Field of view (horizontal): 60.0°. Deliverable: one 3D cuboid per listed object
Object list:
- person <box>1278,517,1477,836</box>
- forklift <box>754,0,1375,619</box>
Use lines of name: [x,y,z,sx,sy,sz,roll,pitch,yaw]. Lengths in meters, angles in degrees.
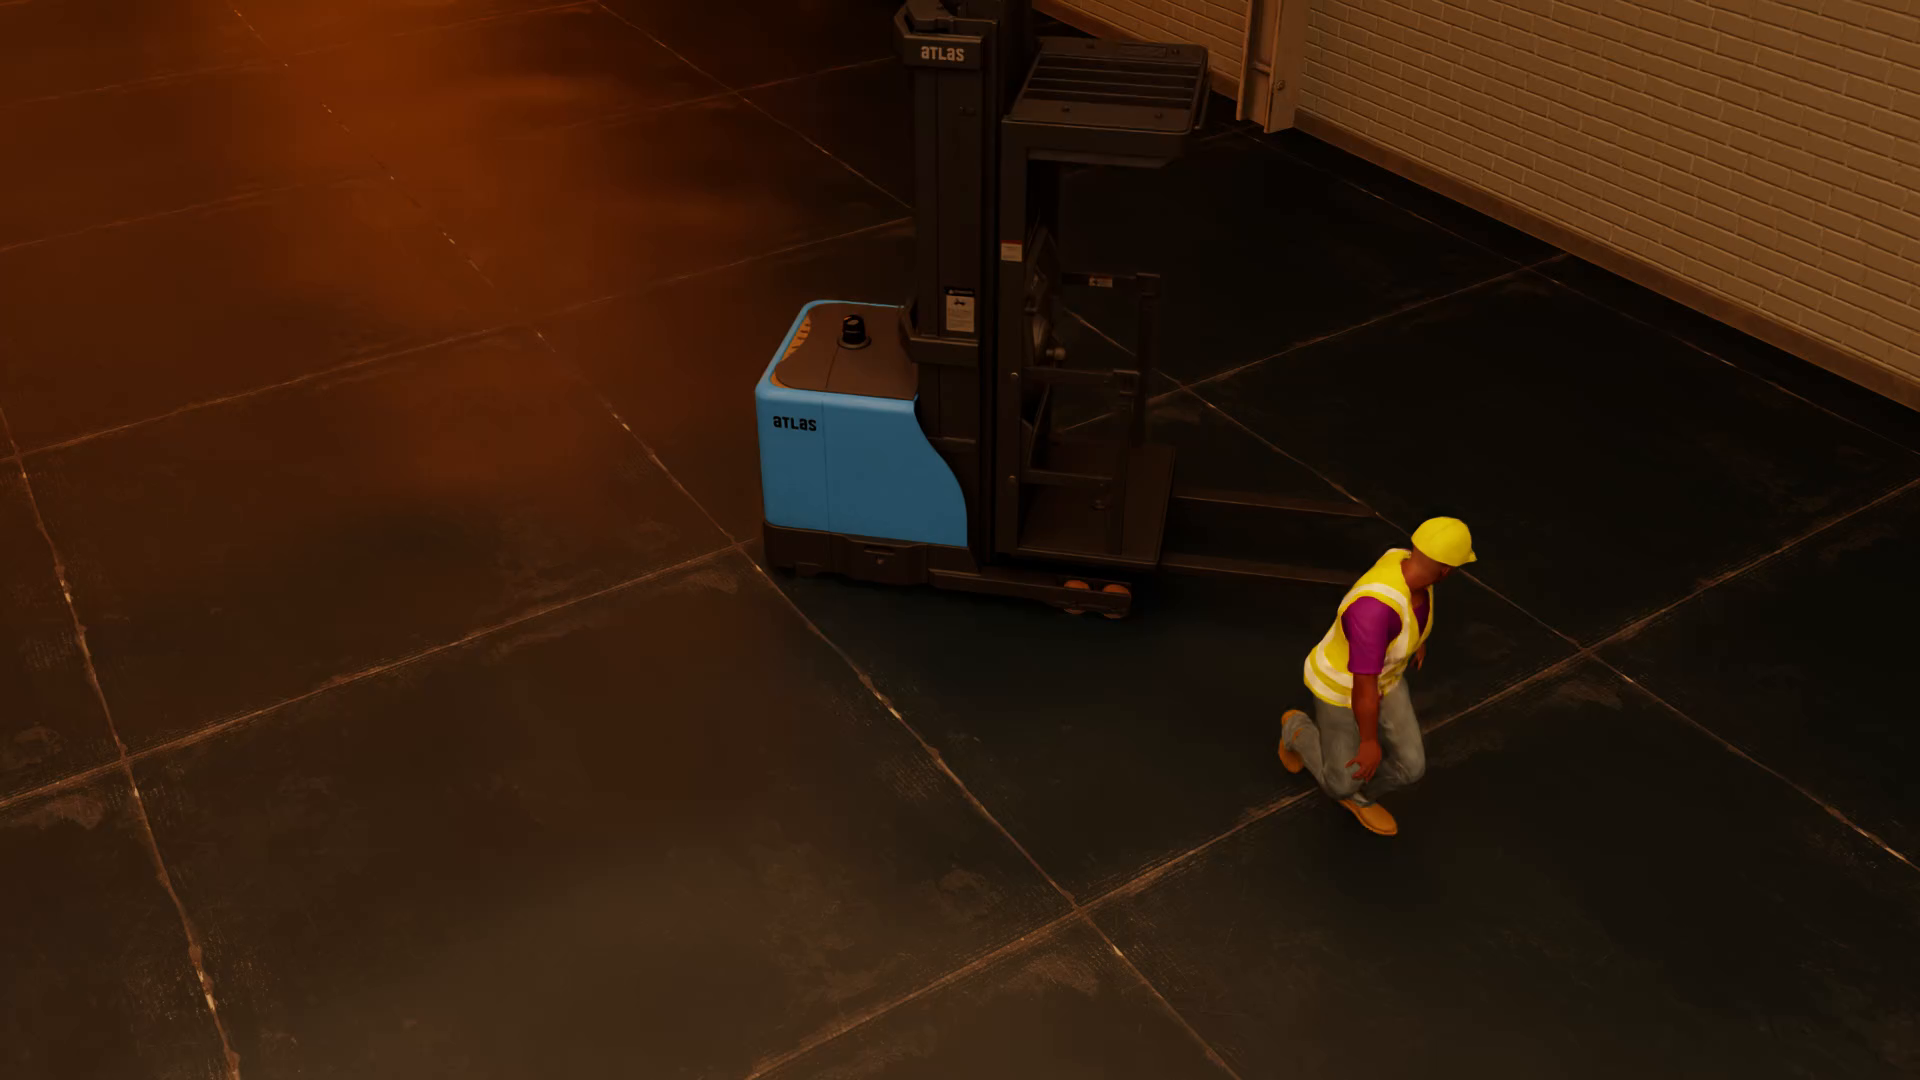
person: [1.643,0.492,6.663,0.744,1.543,0.706,-22,41,-28]
forklift: [0.575,-1.148,7.781,3.031,2.935,1.130,6,36,9]
